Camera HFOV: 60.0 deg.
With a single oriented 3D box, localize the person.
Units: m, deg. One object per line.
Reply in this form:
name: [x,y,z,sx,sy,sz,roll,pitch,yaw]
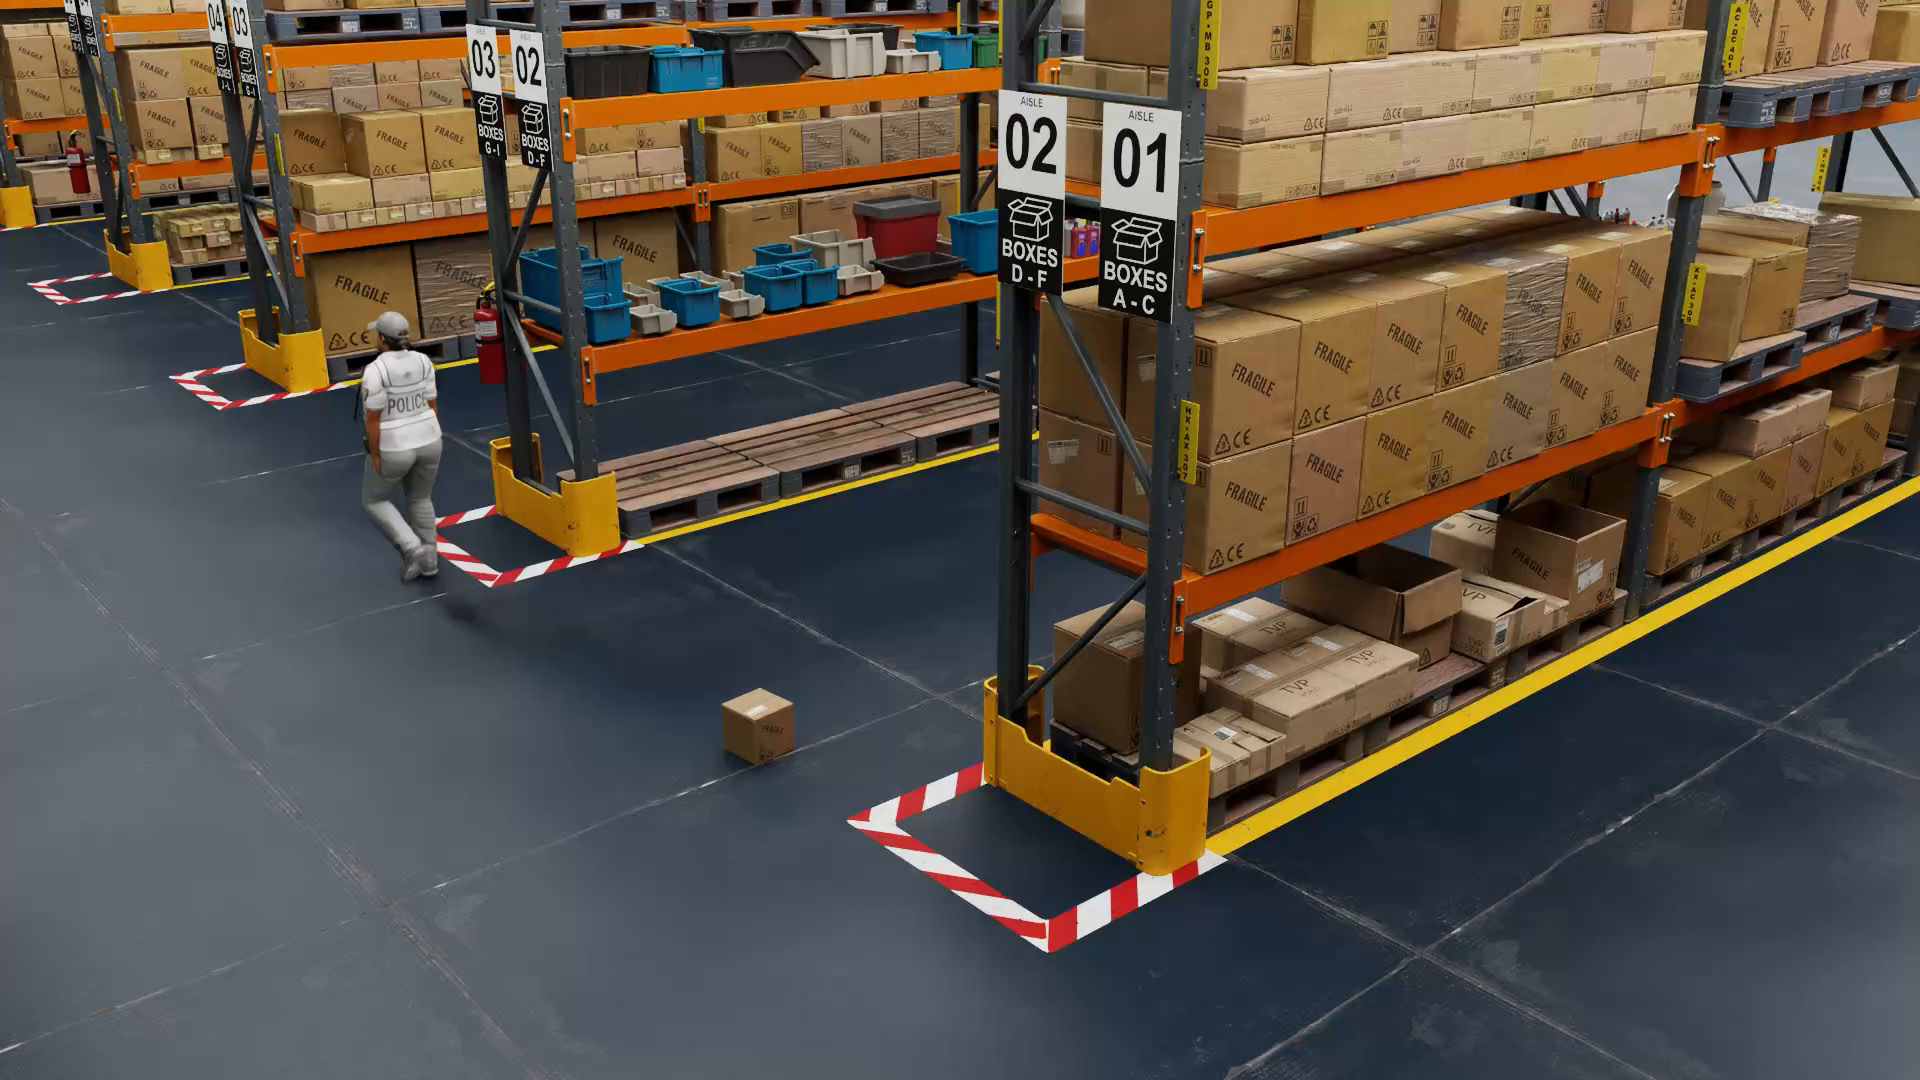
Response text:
person: [-3.318,-0.548,9.930,0.494,1.648,0.480,18,27,38]
